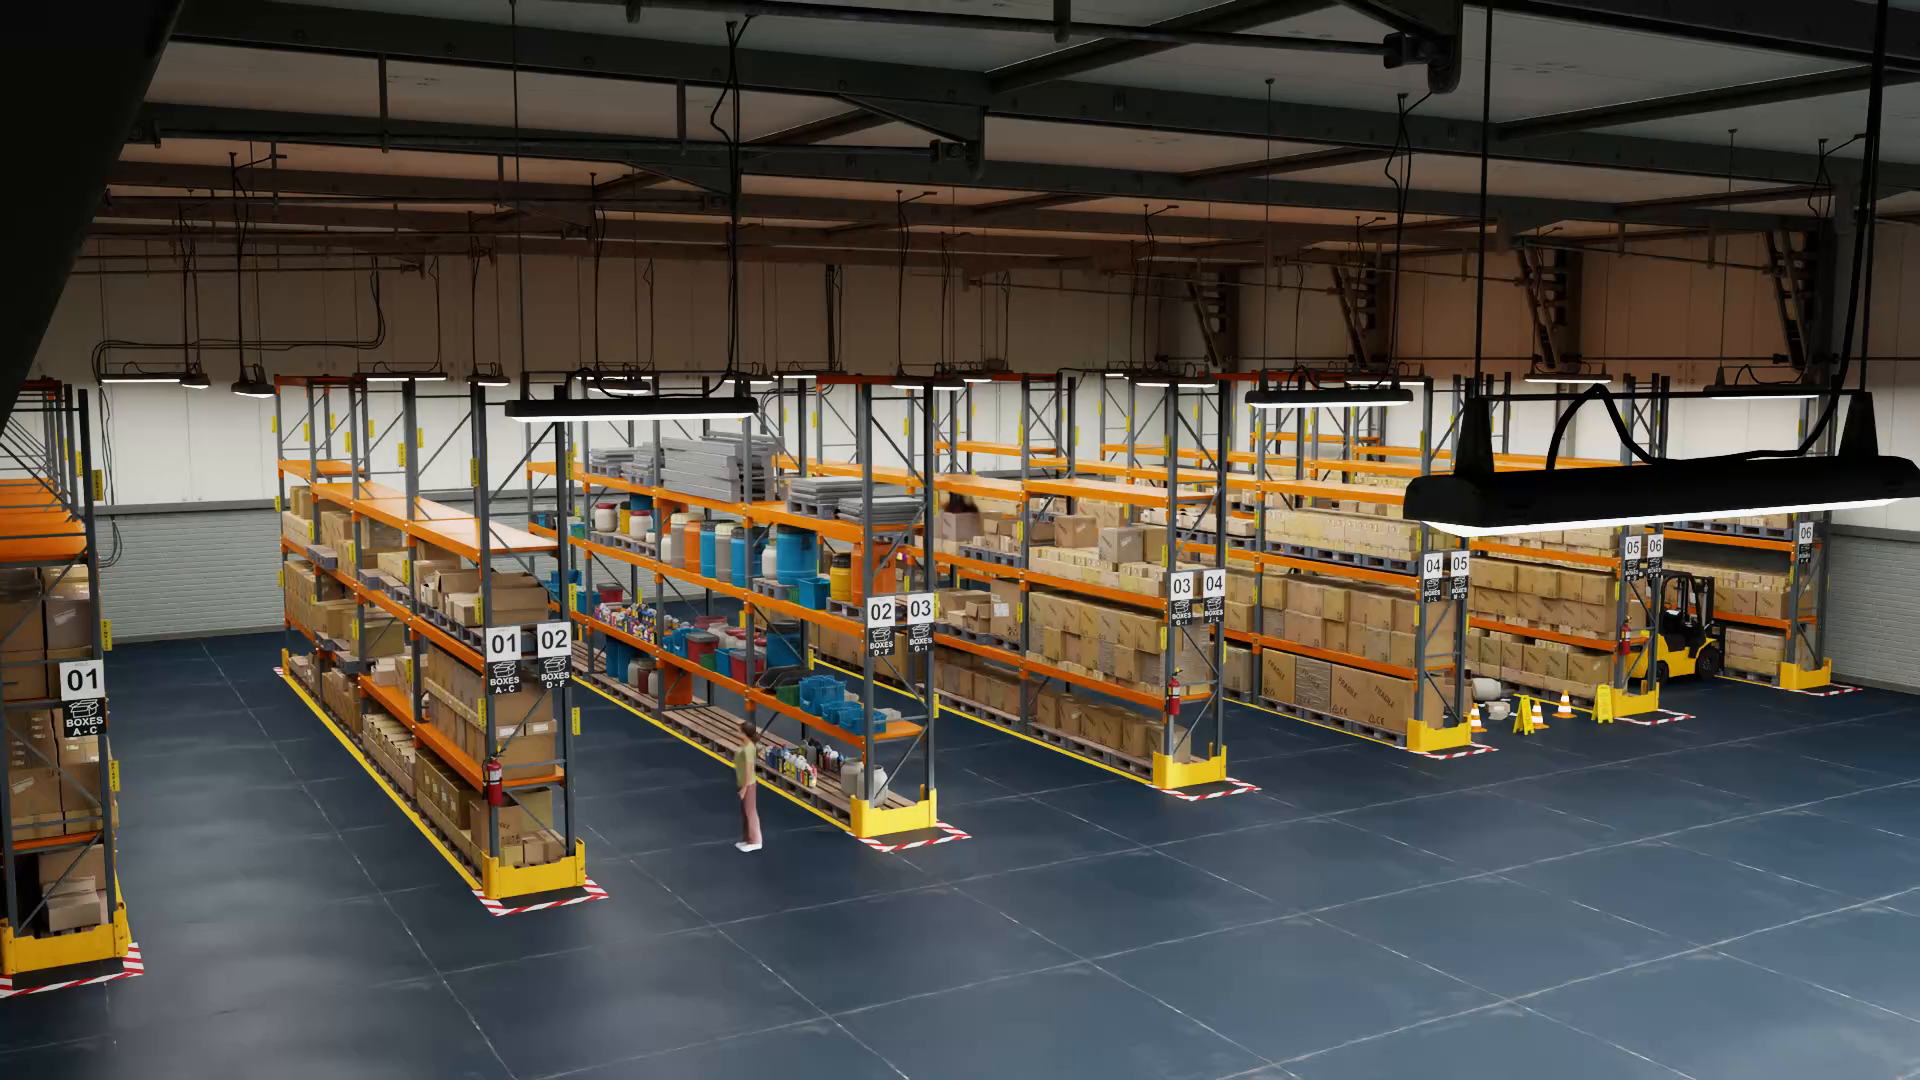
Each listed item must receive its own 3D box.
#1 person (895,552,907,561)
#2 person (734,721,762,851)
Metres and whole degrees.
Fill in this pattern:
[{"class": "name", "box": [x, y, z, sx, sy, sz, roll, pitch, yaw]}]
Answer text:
[{"class": "person", "box": [-1.646, 0.861, 42.243, 0.606, 1.725, 1.060, 0, 6, -2]}, {"class": "person", "box": [-2.733, 3.170, 21.395, 0.352, 1.695, 0.495, -1, 6, -12]}]
